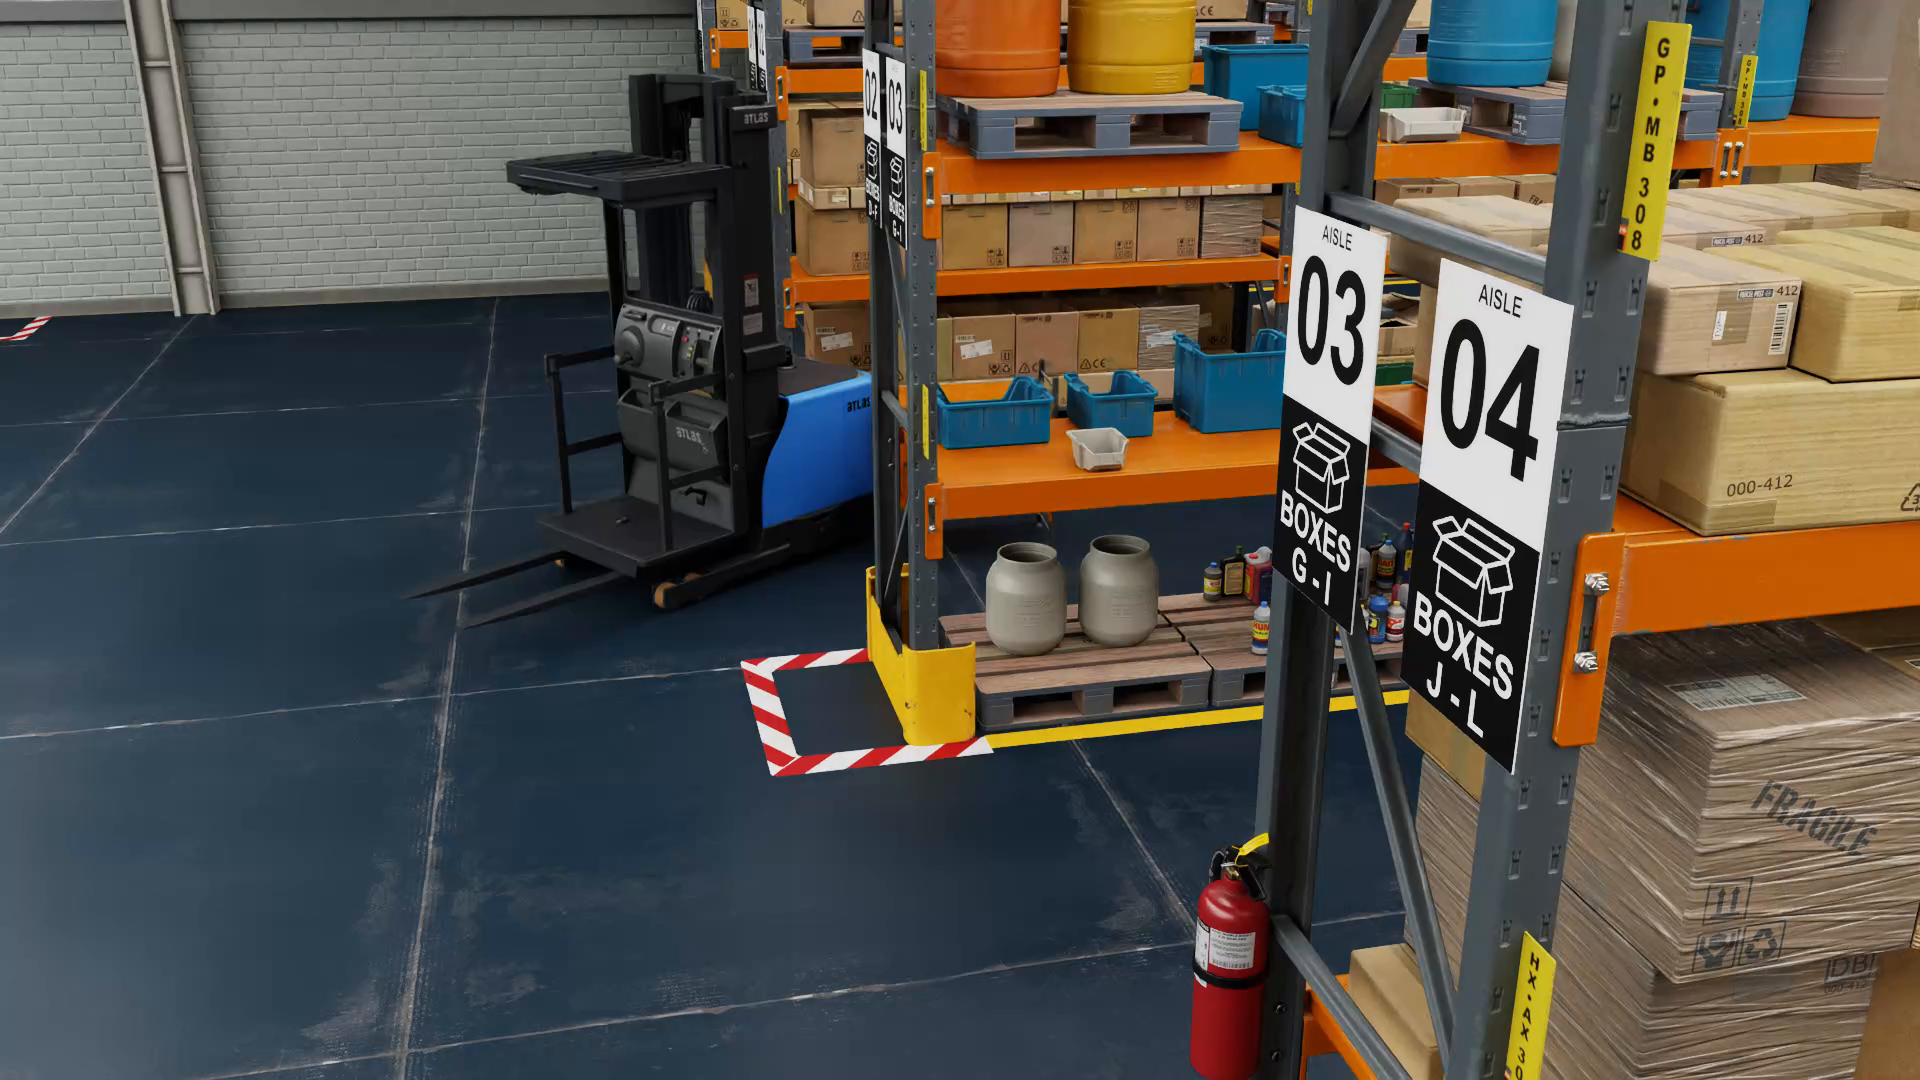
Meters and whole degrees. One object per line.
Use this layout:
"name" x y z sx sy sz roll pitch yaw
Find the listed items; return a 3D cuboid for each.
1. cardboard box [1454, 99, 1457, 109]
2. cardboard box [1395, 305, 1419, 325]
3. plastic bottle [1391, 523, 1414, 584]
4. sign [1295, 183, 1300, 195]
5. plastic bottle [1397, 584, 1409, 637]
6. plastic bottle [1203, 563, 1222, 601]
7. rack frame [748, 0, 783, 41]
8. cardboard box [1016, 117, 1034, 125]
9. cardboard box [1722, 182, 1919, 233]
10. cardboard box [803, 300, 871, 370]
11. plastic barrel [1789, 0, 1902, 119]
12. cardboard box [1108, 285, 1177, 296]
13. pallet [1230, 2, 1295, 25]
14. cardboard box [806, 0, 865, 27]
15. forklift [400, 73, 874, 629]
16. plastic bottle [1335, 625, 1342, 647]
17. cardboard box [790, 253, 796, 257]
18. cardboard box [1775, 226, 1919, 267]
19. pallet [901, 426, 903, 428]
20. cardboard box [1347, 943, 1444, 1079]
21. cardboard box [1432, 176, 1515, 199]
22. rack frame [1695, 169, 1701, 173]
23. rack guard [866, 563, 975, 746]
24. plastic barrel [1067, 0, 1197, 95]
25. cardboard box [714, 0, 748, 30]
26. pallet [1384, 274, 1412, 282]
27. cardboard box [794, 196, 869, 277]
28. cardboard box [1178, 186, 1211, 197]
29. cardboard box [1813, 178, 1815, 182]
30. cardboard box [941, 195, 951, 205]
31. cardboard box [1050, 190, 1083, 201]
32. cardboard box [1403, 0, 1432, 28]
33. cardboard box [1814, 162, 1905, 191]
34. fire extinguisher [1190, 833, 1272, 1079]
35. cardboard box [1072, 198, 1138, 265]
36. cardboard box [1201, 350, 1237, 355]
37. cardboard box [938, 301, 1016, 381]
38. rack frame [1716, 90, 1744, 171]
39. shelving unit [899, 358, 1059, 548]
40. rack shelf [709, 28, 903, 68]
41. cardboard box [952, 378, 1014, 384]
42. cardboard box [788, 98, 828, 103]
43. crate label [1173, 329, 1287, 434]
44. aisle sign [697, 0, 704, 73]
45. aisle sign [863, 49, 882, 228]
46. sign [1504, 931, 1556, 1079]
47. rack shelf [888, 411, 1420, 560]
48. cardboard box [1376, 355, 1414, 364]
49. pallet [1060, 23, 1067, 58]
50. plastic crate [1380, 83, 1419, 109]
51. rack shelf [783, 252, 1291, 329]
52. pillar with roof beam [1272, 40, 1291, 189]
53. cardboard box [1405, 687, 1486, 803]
"cardboard box" 5.760 -4.687 18.643 0.500 0.500 0.500 -4 21 -11
"cardboard box" 3.930 -1.762 13.836 0.500 0.311 0.500 -5 21 -14
"plastic bottle" 2.550 0.071 9.470 0.185 0.351 0.144 -6 21 -15
"sign" 2.608 -2.822 12.784 0.005 0.325 0.100 -5 21 -12
"plastic bottle" 2.395 0.366 8.774 0.135 0.276 0.152 -4 21 -11
"plastic bottle" 1.409 0.226 9.265 0.097 0.201 0.097 0 20 0
"rack frame" -1.414 -5.064 11.557 0.127 3.000 1.000 -5 21 -12
"cardboard box" 0.583 -3.064 12.786 0.500 0.500 0.700 -5 21 -12
"cardboard box" 1.821 -0.650 3.507 0.250 0.149 0.380 -5 21 -12
"cardboard box" -0.960 -1.648 13.249 0.500 0.500 0.500 -5 21 -12
"plastic barrel" 4.697 -2.714 8.774 0.600 0.901 0.600 0 20 0
"cardboard box" 1.471 -1.848 13.796 0.500 0.500 0.500 -5 21 -12
"pallet" 2.969 -5.639 17.758 1.003 0.211 1.213 -5 21 -12
"cardboard box" -0.853 -4.011 12.079 0.637 0.503 0.797 -3 20 -9
"forklift" -1.875 -1.161 9.723 1.130 2.935 3.031 17 26 39
"plastic bottle" 1.990 0.411 8.658 0.097 0.271 0.097 0 20 0
"cardboard box" -1.863 -2.874 17.569 0.500 0.311 0.500 -7 21 -19
"cardboard box" 1.675 -0.450 2.960 0.250 0.149 0.380 -5 21 -13
"pallet" -0.679 -1.013 13.272 1.213 0.211 1.003 -5 21 -12
"cardboard box" 1.092 1.095 3.829 0.250 0.149 0.380 -5 21 -12
"cardboard box" 4.230 -2.748 13.809 0.500 0.500 0.500 -5 21 -12
"rack frame" 9.121 -4.855 19.708 0.127 3.000 1.000 -5 21 -12
"rack guard" -0.214 0.563 8.551 0.348 0.500 1.175 -5 21 -12
"plastic barrel" 0.803 -2.416 7.804 0.600 0.588 0.600 0 20 0
"cardboard box" -2.174 -5.313 16.422 0.500 0.500 0.500 -4 21 -11
"pallet" 4.467 -3.168 19.156 1.213 0.211 1.003 -5 21 -12
"cardboard box" -0.956 -2.327 12.661 0.500 0.500 0.700 -5 21 -12
"cardboard box" 1.768 -2.782 12.960 0.250 0.149 0.380 -5 21 -14
"cardboard box" 10.454 -4.326 20.345 0.250 0.149 0.380 -5 21 -14
"cardboard box" -0.237 -2.618 12.513 0.250 0.149 0.380 -5 21 -13
"cardboard box" 0.770 -2.700 12.737 0.250 0.149 0.380 -4 20 -11
"cardboard box" 3.615 -4.189 13.137 0.500 0.250 0.500 -7 21 -18
"cardboard box" 7.893 -3.221 14.490 0.500 0.500 0.700 -1 20 -2
"fire extinguisher" 0.645 0.960 3.946 0.183 0.674 0.296 -5 21 -12
"cardboard box" 1.048 -2.491 13.110 0.500 0.500 0.700 -4 21 -12
"cardboard box" 2.078 -1.360 13.554 0.500 0.250 0.500 -5 21 -12
"cardboard box" 0.129 -1.558 13.003 0.500 0.500 0.500 -5 21 -12
"rack frame" 3.615 -0.906 8.926 0.127 3.000 1.000 -5 21 -12
"shelving unit" 0.056 -0.535 10.640 1.048 1.125 0.538 -3 20 -8
"rack shelf" -0.611 -5.134 17.155 4.000 0.370 1.077 -5 21 -12
"cardboard box" 0.132 -1.202 13.121 0.500 0.250 0.500 -5 21 -12
"cardboard box" -1.655 -4.341 17.404 0.500 0.500 0.500 -4 21 -12
"crate label" 1.451 -0.842 8.701 0.616 0.435 0.502 -5 21 -12
"aisle sign" -2.558 -5.020 16.378 0.004 0.787 0.394 -5 21 -12
"aisle sign" -0.416 -1.904 7.871 0.004 0.787 0.394 -5 21 -12
"sign" 0.987 0.844 2.891 0.005 0.325 0.100 -5 21 -12
"rack shelf" 1.669 -0.410 8.618 4.000 0.370 1.077 -5 21 -12
"cardboard box" 3.426 -1.459 13.824 0.500 0.250 0.500 -4 21 -11
"pallet" 0.470 -3.759 12.484 1.213 0.211 1.003 -5 21 -12
"plastic crate" 2.017 -2.181 8.355 0.450 0.188 0.336 -5 21 -12
"rack shelf" 0.533 -2.068 13.145 4.000 0.370 1.077 -5 21 -12
"pillar with roof beam" 4.755 -6.101 14.387 0.400 9.000 9.100 -5 21 -12
"cardboard box" 1.341 0.286 3.640 0.500 0.500 0.500 -5 21 -12
